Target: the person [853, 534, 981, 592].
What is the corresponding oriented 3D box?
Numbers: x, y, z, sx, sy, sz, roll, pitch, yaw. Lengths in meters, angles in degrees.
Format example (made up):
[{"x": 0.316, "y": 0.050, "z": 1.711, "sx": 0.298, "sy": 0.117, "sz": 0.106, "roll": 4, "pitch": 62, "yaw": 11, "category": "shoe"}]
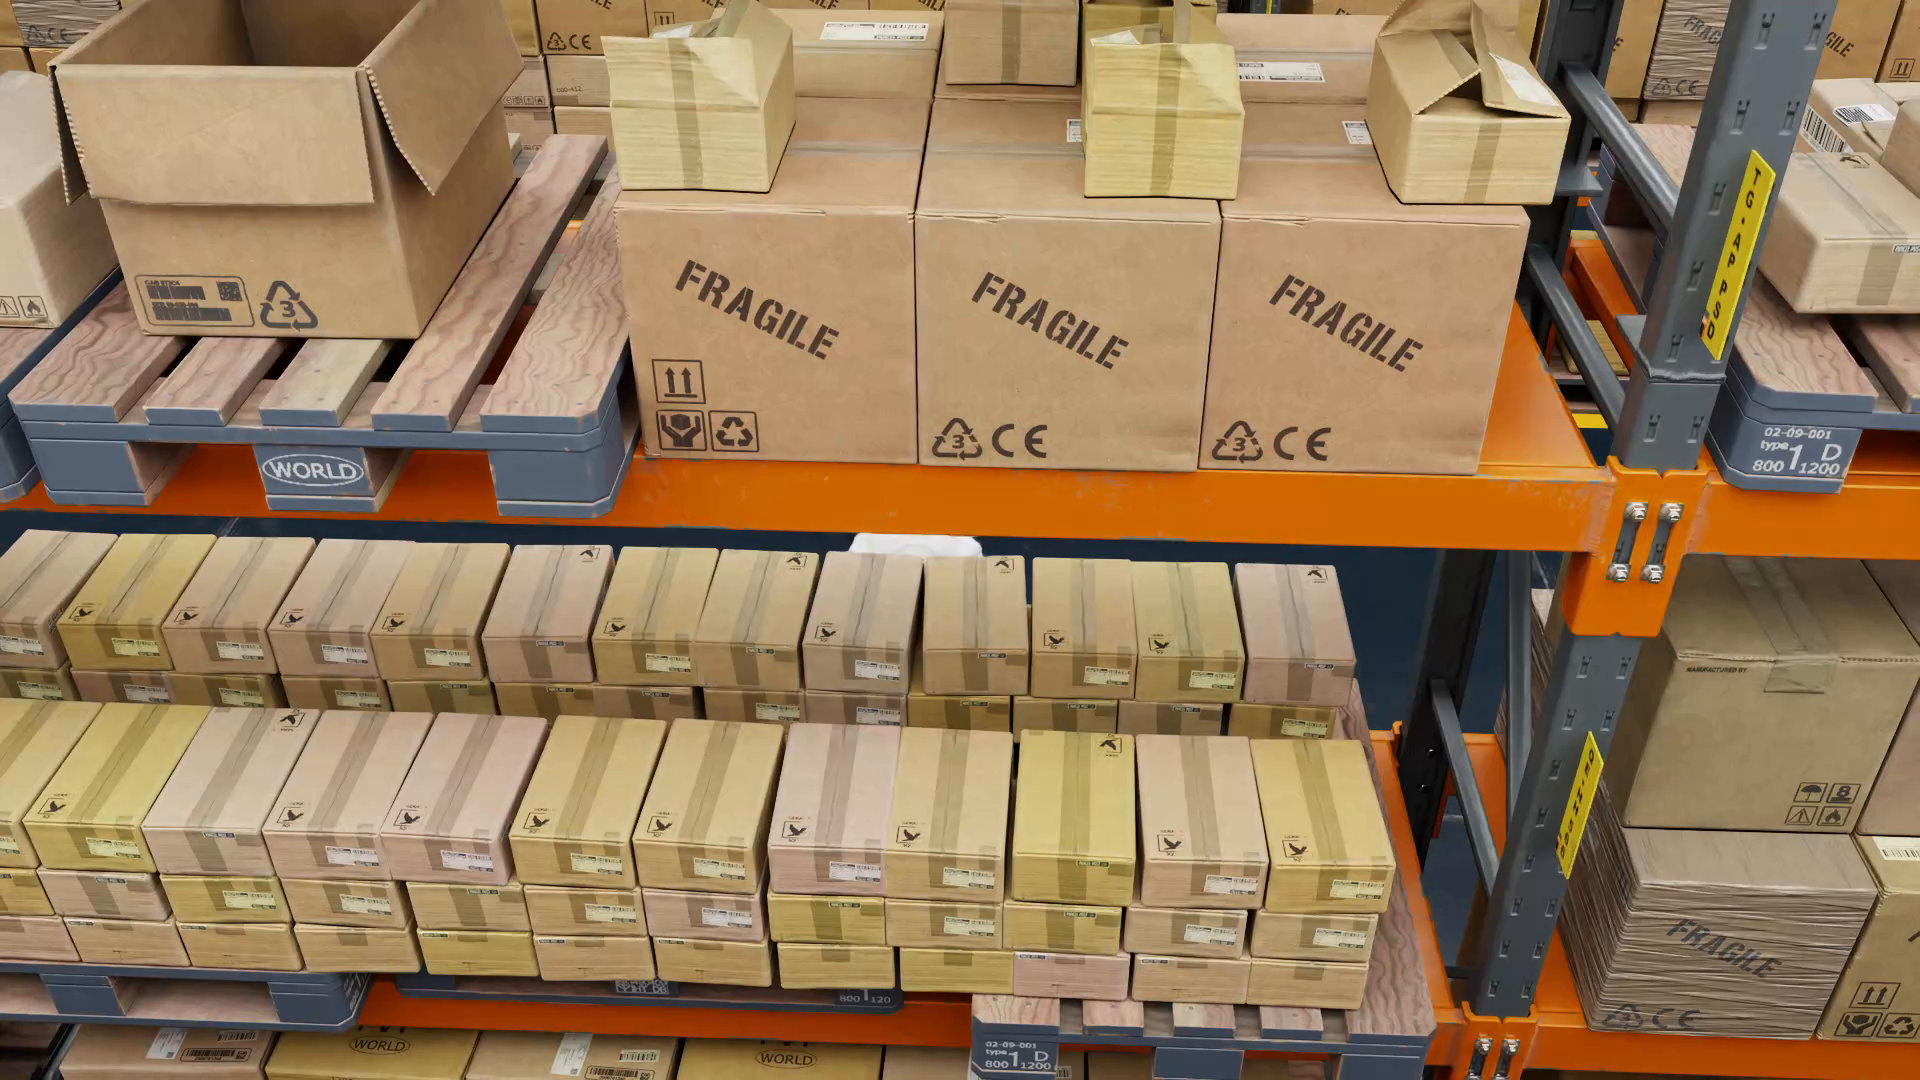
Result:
[{"x": -0.163, "y": 0.324, "z": 6.273, "sx": 0.595, "sy": 1.072, "sz": 0.876, "roll": 1, "pitch": 35, "yaw": 2, "category": "person"}]
